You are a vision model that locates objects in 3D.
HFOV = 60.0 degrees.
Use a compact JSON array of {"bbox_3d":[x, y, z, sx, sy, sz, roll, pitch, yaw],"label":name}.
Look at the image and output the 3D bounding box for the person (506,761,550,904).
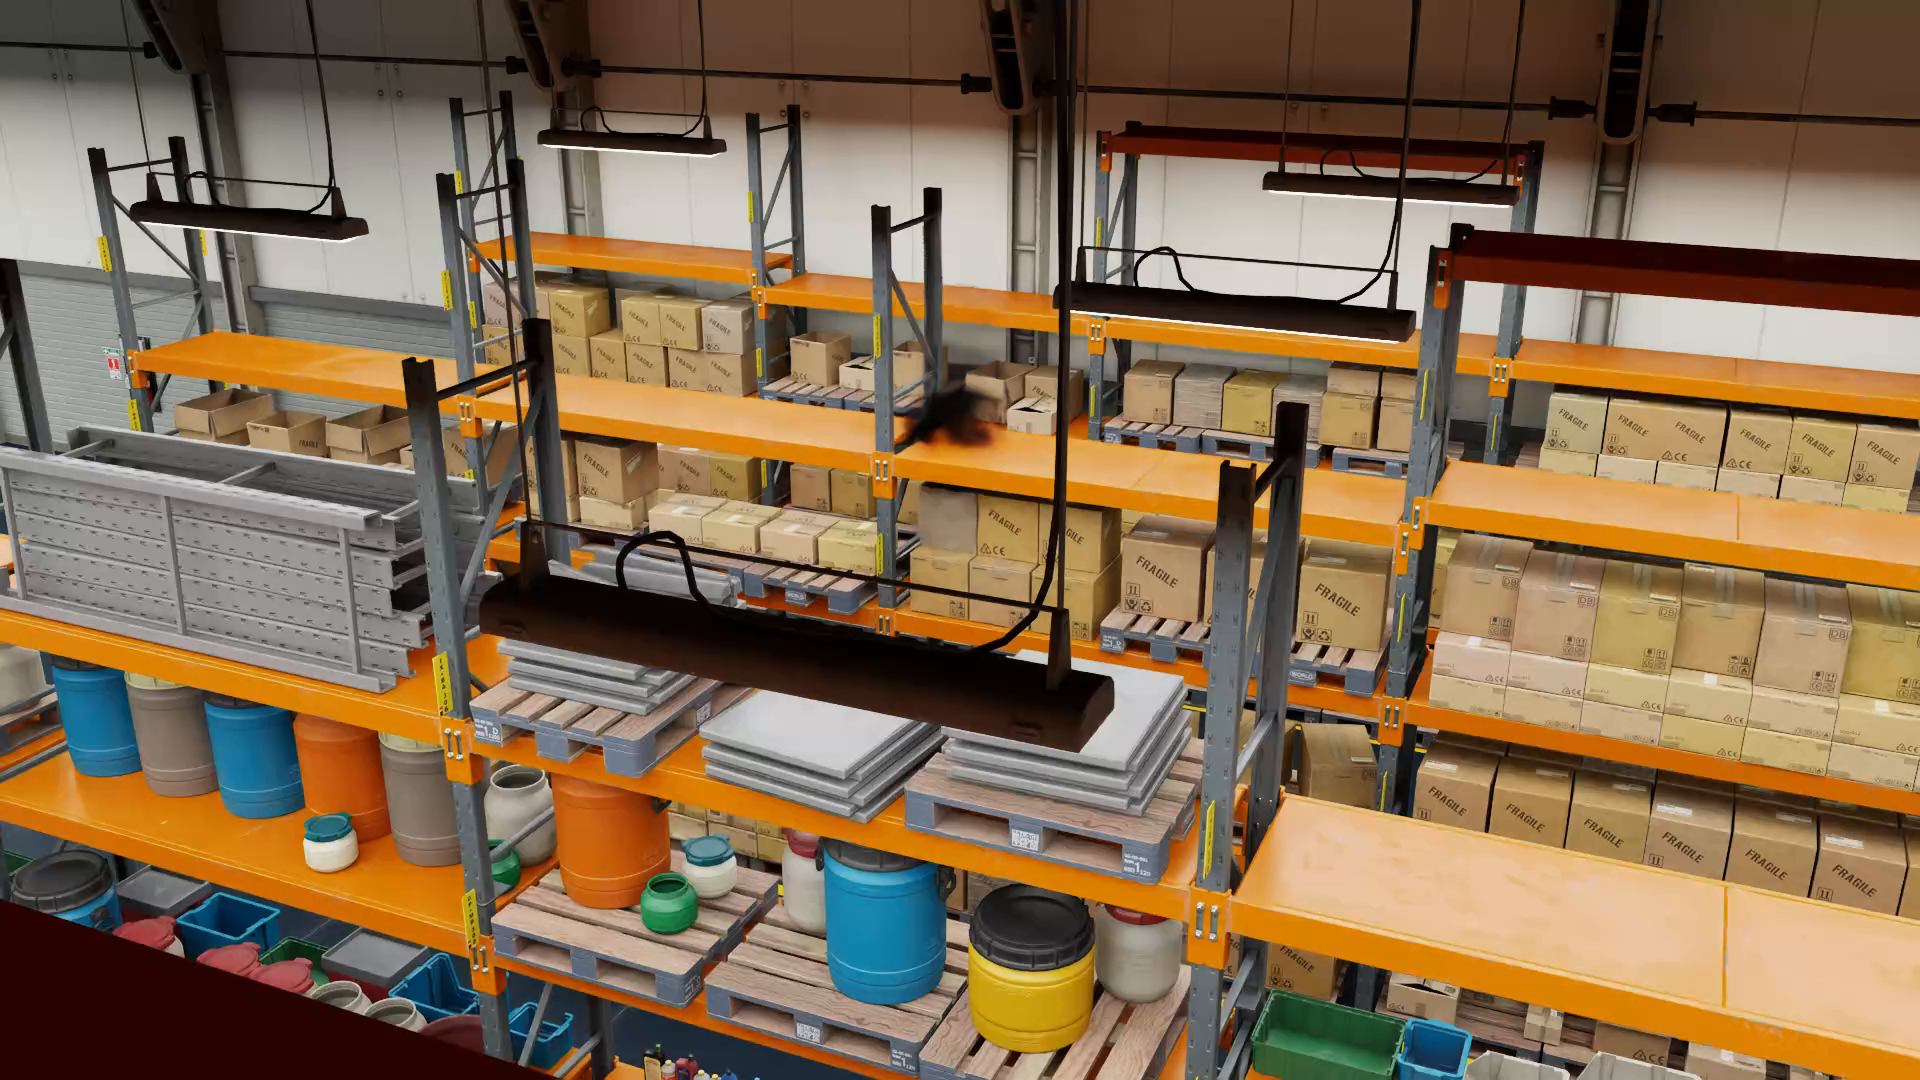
[{"bbox_3d":[-3.399,2.406,12.971,1.005,1.830,0.704,6,21,15],"label":"person"}]
